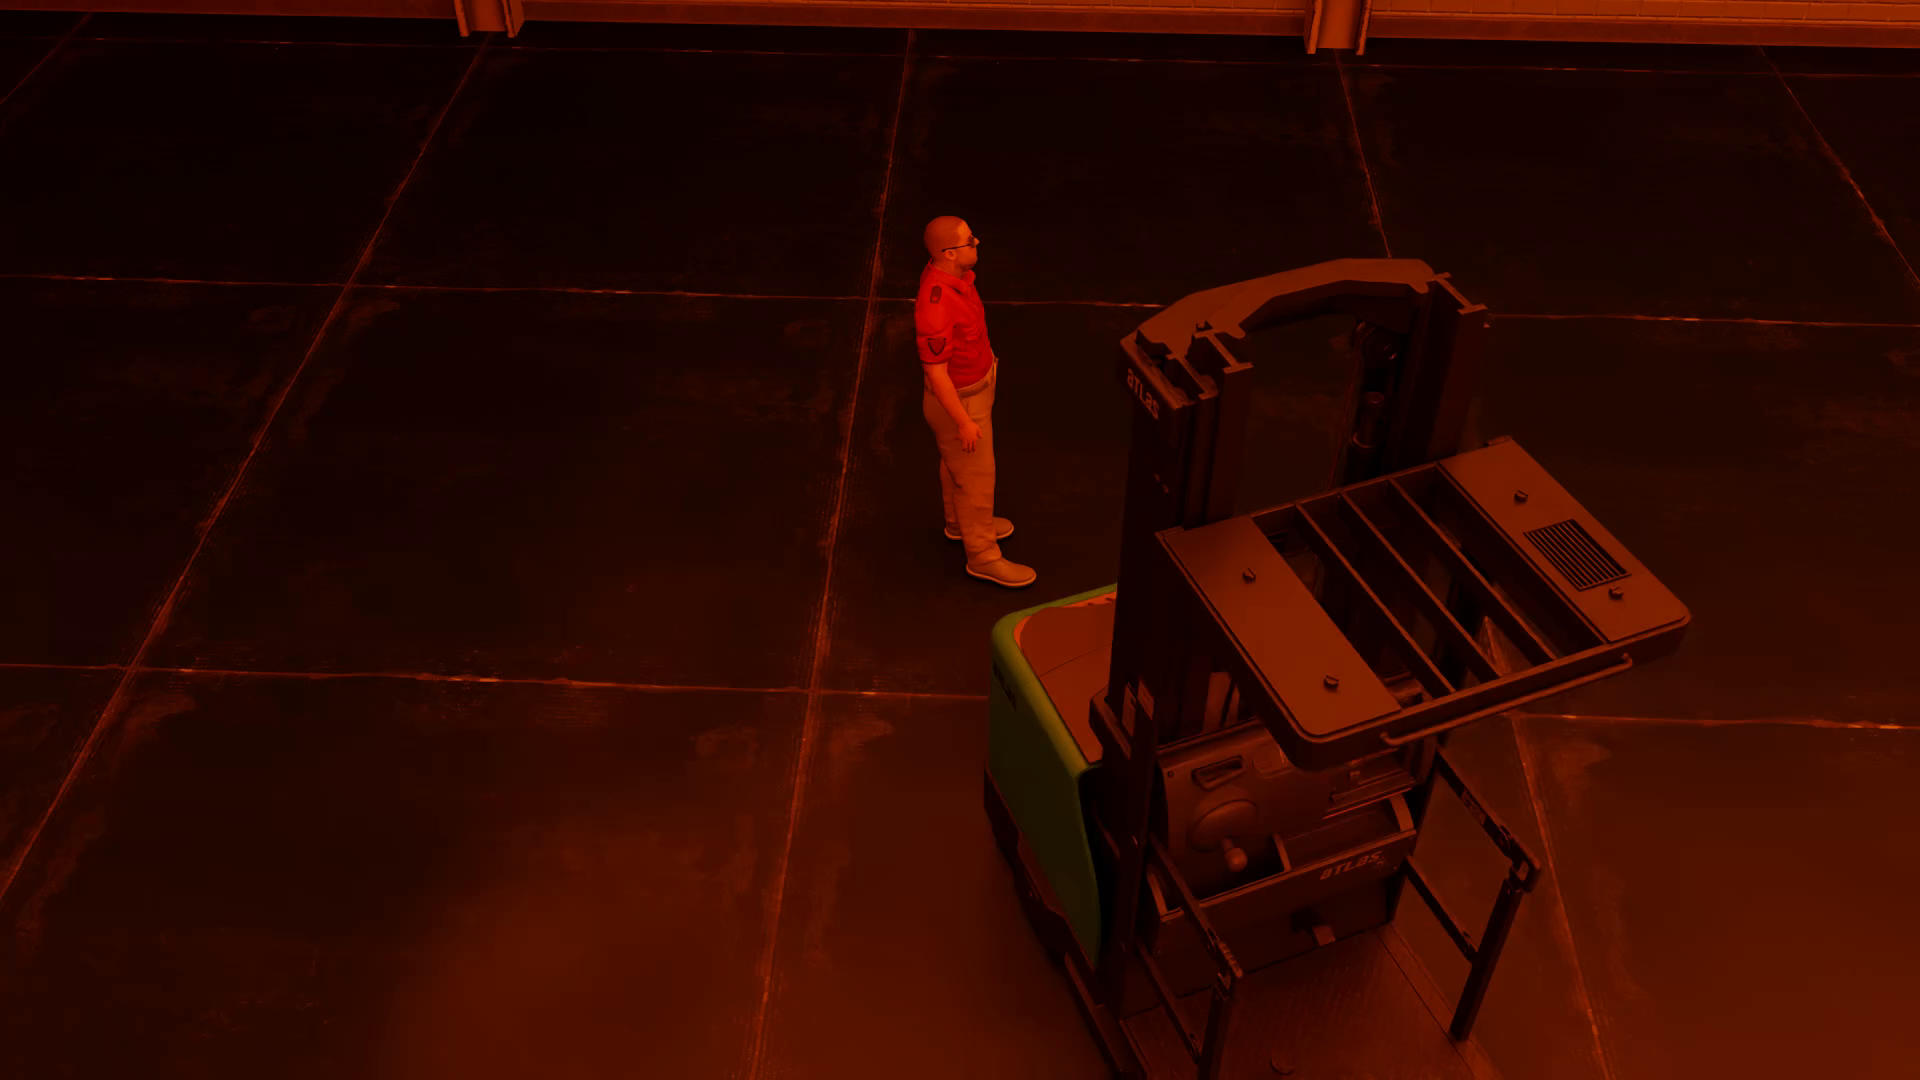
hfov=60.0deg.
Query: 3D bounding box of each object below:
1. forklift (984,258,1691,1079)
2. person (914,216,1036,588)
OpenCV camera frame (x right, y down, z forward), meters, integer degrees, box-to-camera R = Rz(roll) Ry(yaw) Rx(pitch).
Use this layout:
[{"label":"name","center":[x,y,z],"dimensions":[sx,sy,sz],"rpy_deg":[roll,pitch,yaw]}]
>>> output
[{"label":"forklift","center":[1.112,0.796,4.871],"dimensions":[1.130,2.935,3.031],"rpy_deg":[-15,45,-16]},{"label":"person","center":[0.089,-0.634,7.316],"dimensions":[0.550,1.728,0.641],"rpy_deg":[2,42,2]}]
